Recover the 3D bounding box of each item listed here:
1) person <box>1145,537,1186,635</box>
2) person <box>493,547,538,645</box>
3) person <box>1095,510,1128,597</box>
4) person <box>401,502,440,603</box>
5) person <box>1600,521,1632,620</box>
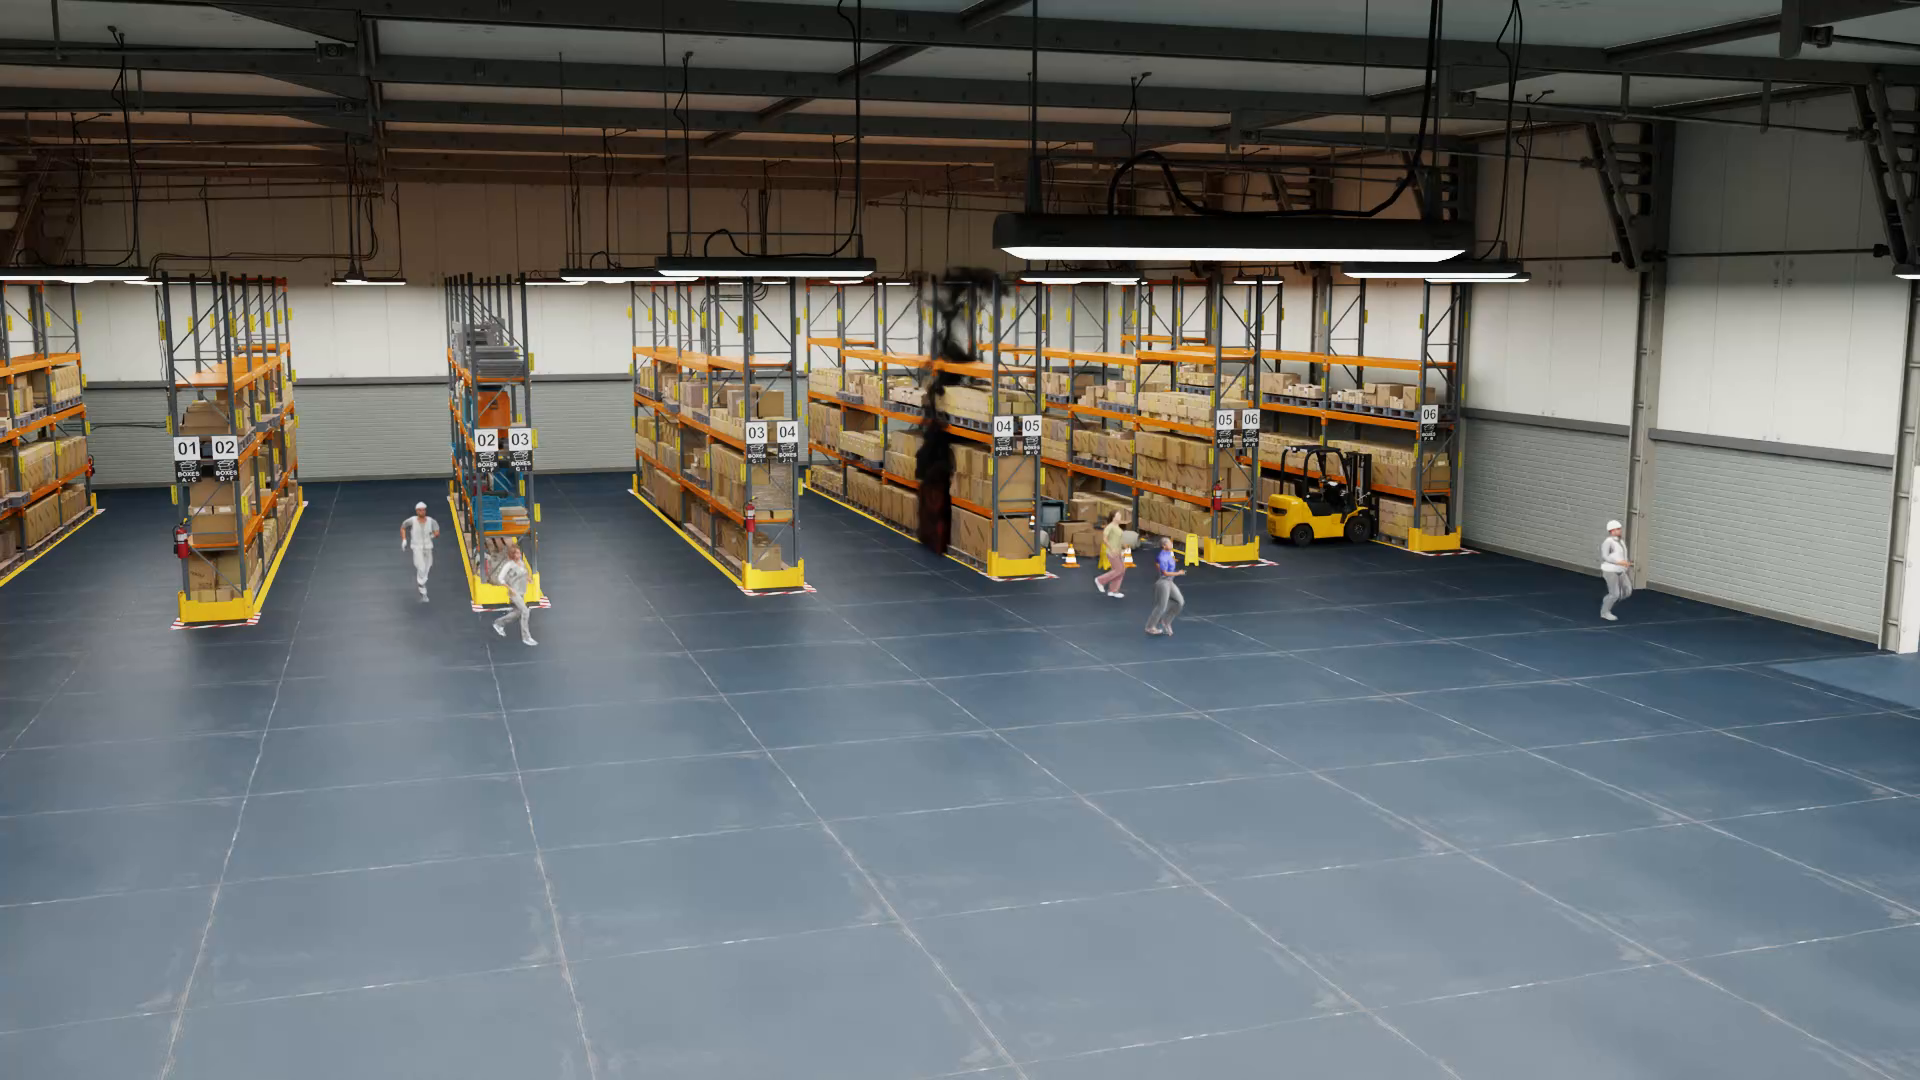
[{"bbox_3d":[3.426,0.772,27.539,0.688,1.664,0.544,3,9,21],"label":"person"},{"bbox_3d":[-7.228,0.894,26.960,0.777,1.600,0.530,2,9,14],"label":"person"},{"bbox_3d":[2.830,0.241,31.117,0.546,1.642,0.597,4,10,25],"label":"person"},{"bbox_3d":[-9.943,0.211,30.734,0.643,1.844,0.876,-6,11,-35],"label":"person"},{"bbox_3d":[11.405,0.528,28.870,0.653,1.731,0.568,-7,11,-37],"label":"person"}]
